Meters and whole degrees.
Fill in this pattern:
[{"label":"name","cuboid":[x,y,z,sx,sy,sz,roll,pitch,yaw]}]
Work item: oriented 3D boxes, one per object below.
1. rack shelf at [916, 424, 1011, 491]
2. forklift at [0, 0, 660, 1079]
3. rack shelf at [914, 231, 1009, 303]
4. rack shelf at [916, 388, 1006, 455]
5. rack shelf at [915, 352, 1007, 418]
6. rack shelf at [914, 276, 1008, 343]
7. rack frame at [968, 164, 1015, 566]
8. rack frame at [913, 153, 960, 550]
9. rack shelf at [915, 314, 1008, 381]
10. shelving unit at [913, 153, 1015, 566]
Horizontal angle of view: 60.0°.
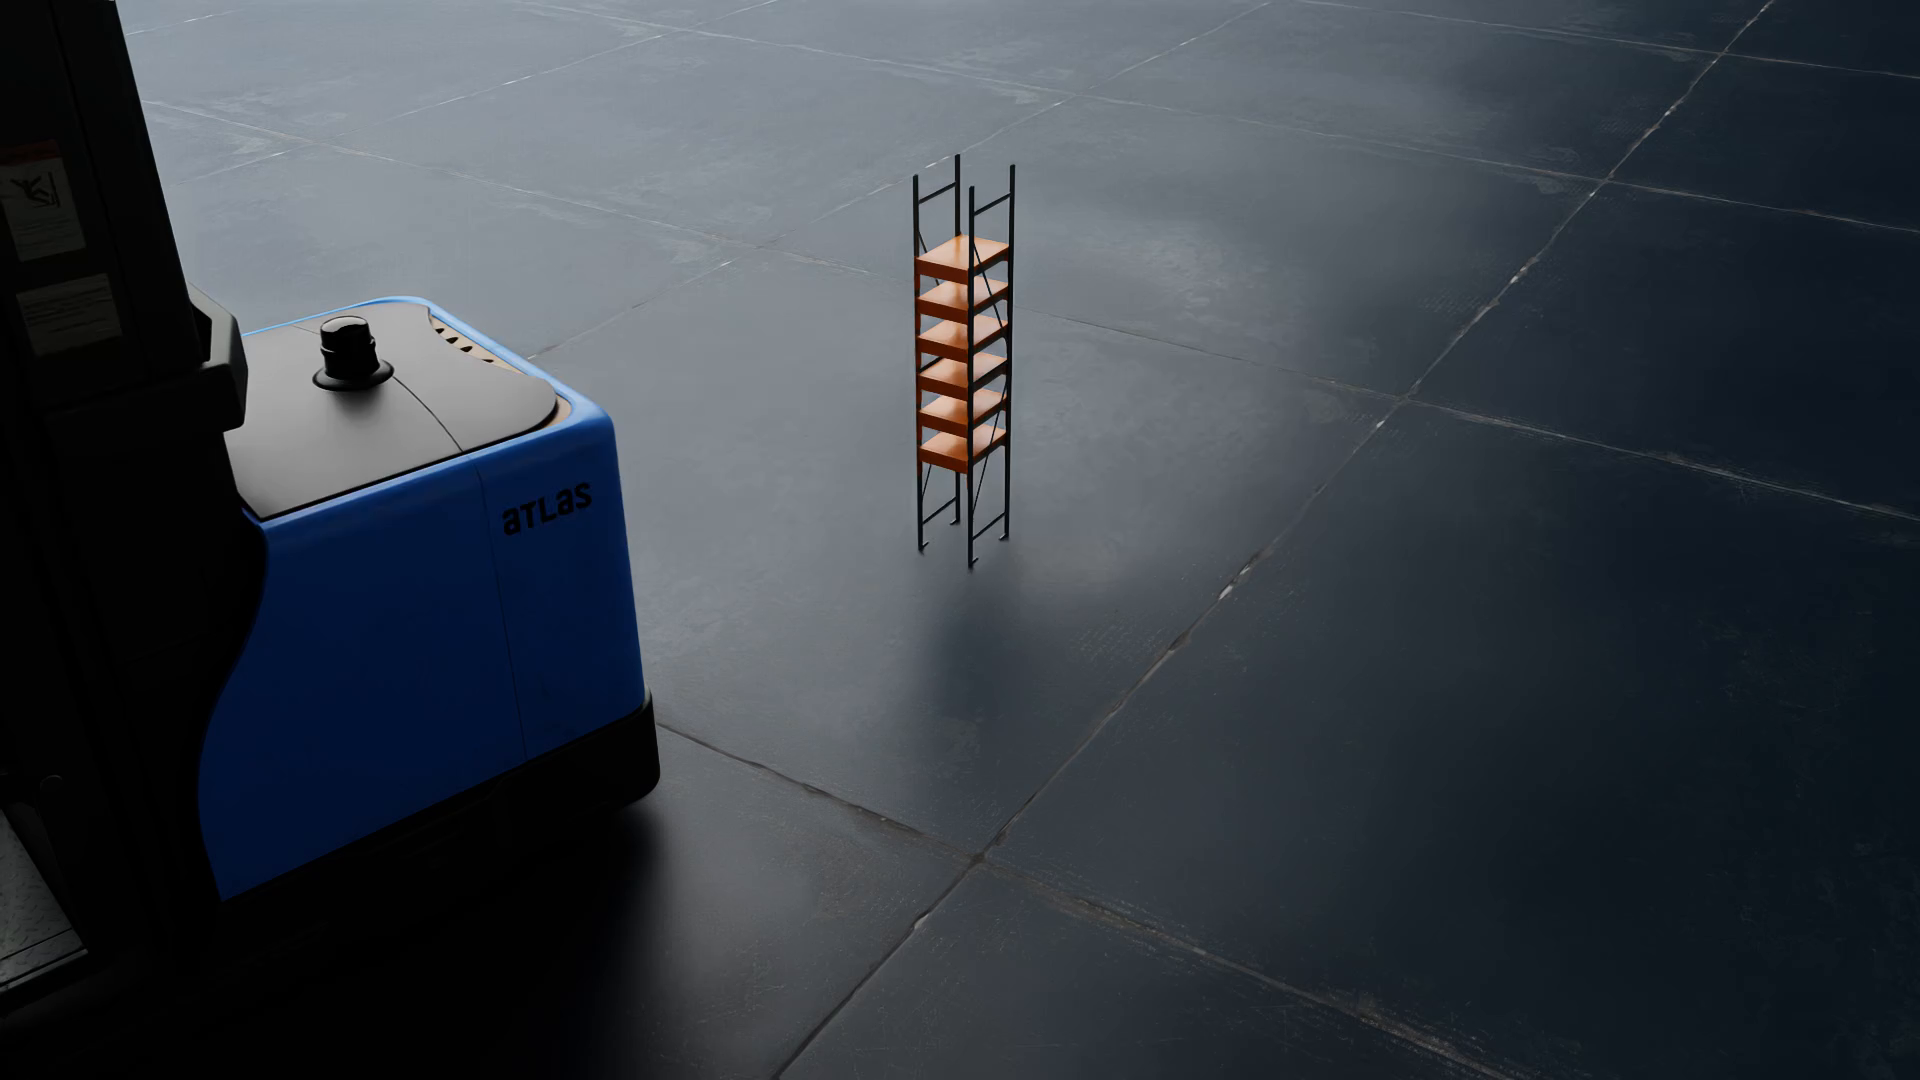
[{"label":"rack shelf","cuboid":[0.012,-0.269,5.084,0.180,0.103,0.258,18,35,27]},{"label":"forklift","cuboid":[-2.176,-0.302,2.859,3.031,2.935,1.130,-24,38,-35]},{"label":"rack shelf","cuboid":[0.012,-0.787,4.782,0.180,0.103,0.258,18,35,27]},{"label":"rack shelf","cuboid":[0.012,-0.372,5.024,0.180,0.103,0.258,18,35,27]},{"label":"rack shelf","cuboid":[0.012,-0.476,4.963,0.180,0.103,0.258,18,35,27]},{"label":"rack shelf","cuboid":[0.012,-0.683,4.842,0.180,0.103,0.258,18,35,27]},{"label":"rack frame","cuboid":[0.090,-0.490,4.899,0.006,1.200,0.240,18,35,27]},{"label":"rack frame","cuboid":[-0.065,-0.539,4.983,0.006,1.200,0.240,18,35,27]},{"label":"rack shelf","cuboid":[0.012,-0.580,4.903,0.180,0.103,0.258,18,35,27]},{"label":"shelving unit","cuboid":[0.012,-0.514,4.941,0.189,1.200,0.258,18,35,27]}]
